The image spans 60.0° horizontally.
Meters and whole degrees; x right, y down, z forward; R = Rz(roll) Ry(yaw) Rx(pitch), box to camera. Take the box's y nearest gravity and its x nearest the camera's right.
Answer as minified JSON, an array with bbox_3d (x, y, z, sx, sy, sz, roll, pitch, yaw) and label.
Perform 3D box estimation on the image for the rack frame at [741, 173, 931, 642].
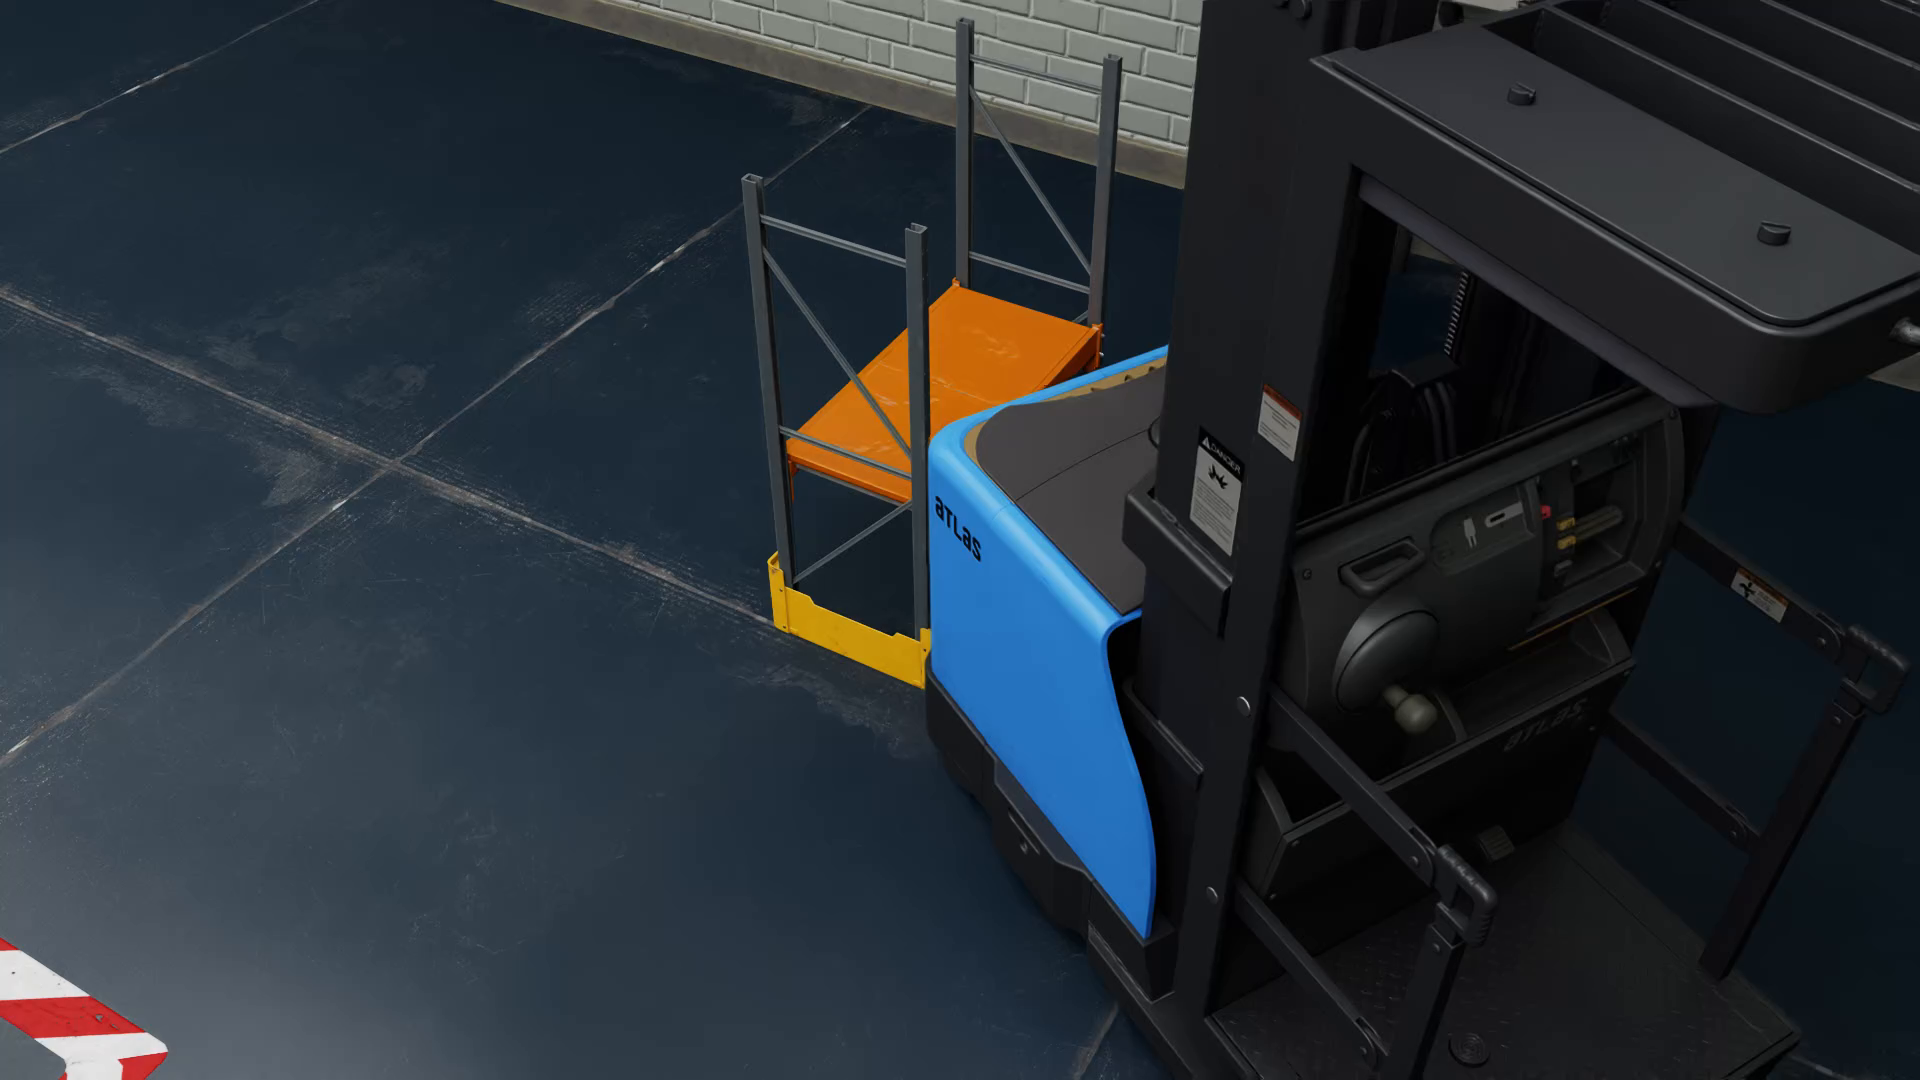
[{"bbox_3d":[-0.297,-0.223,4.369,0.500,1.500,0.032,21,45,22],"label":"rack frame"}]

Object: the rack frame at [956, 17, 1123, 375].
[{"bbox_3d":[0.212,-0.805,5.029,0.500,1.500,0.032,21,45,22],"label":"rack frame"}]

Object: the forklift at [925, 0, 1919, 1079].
[{"bbox_3d":[1.087,0.124,2.891,1.130,2.935,3.031,-21,46,-22],"label":"forklift"}]

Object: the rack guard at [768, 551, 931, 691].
[{"bbox_3d":[-0.287,0.235,4.794,0.587,0.250,0.087,21,45,22],"label":"rack guard"}]

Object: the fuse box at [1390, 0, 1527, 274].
[{"bbox_3d":[1.701,-1.661,5.841,0.539,1.711,0.414,21,45,22],"label":"fuse box"}]

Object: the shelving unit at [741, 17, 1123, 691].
[{"bbox_3d":[-0.038,-0.519,4.705,0.587,1.500,1.083,21,45,22],"label":"shelving unit"}]

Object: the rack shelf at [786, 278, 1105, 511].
[{"bbox_3d":[-0.043,-0.379,4.818,0.538,0.185,1.000,21,45,22],"label":"rack shelf"}]
